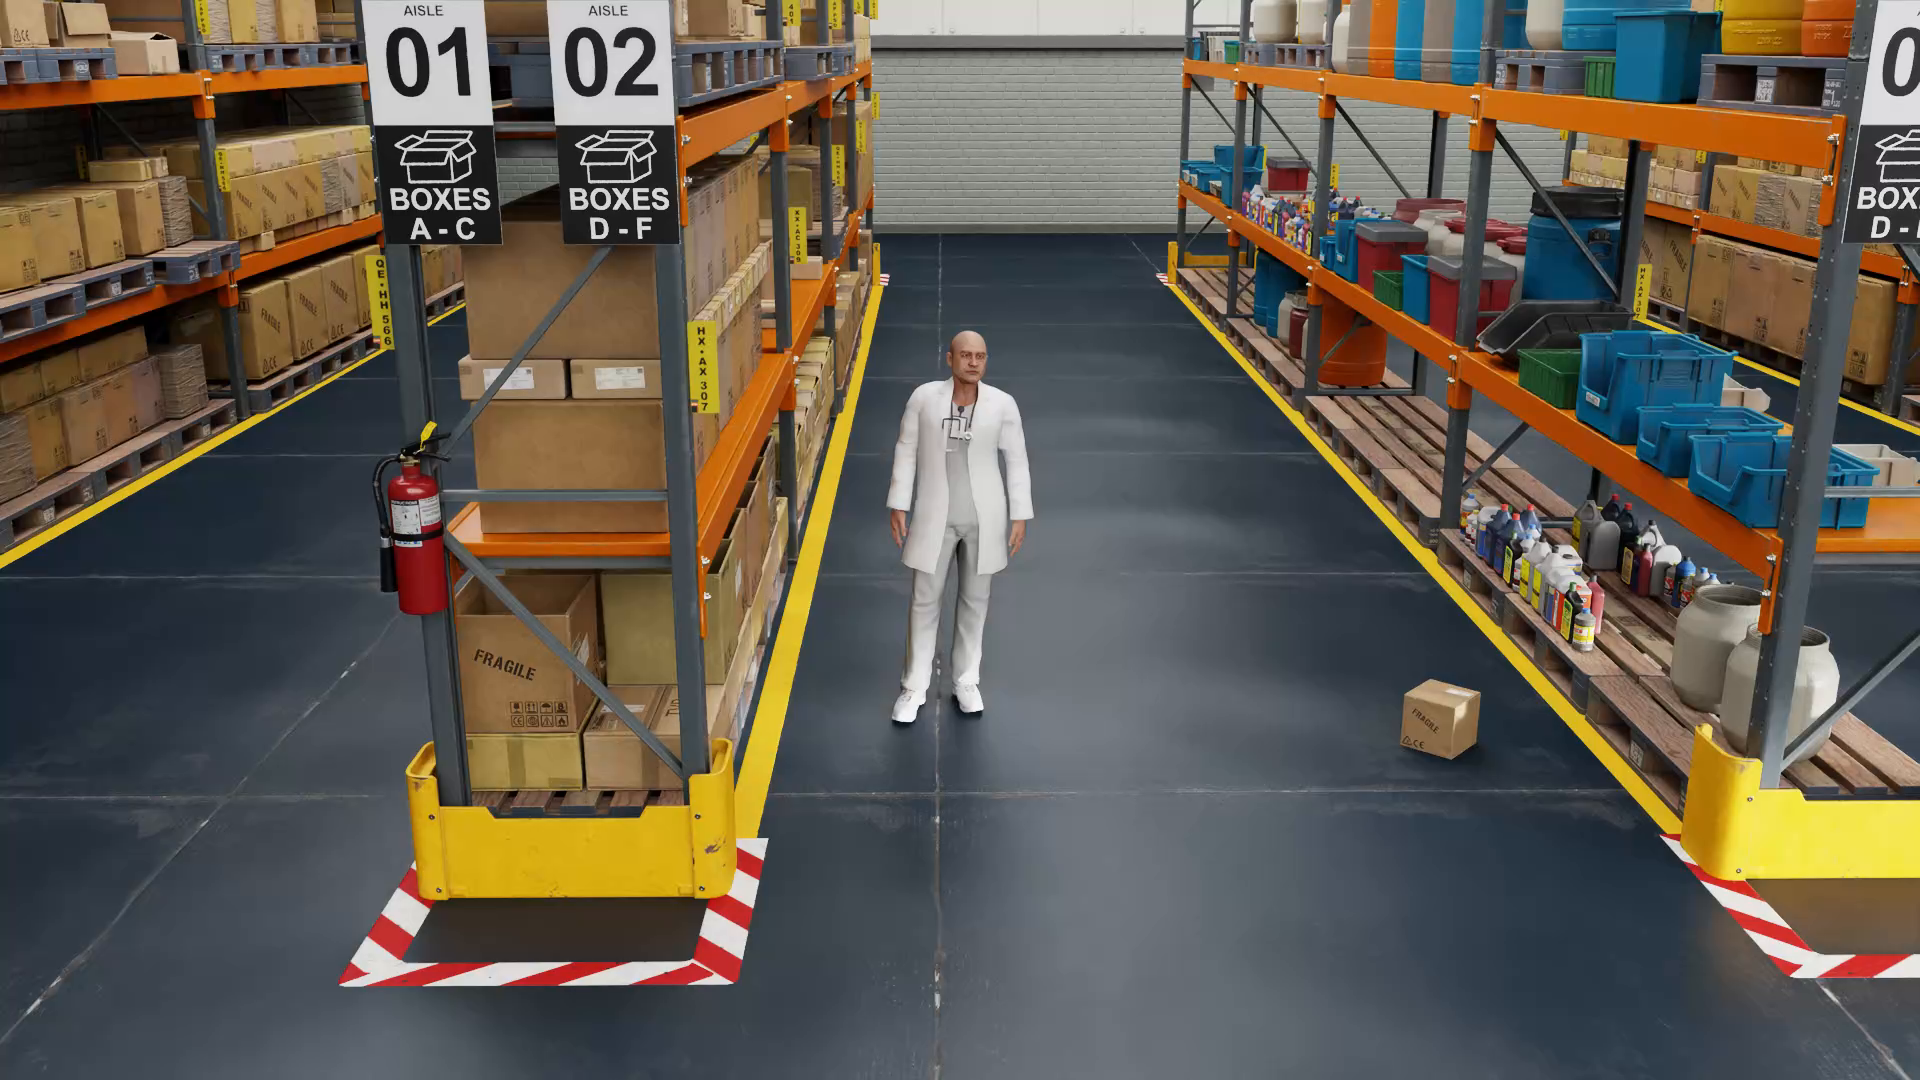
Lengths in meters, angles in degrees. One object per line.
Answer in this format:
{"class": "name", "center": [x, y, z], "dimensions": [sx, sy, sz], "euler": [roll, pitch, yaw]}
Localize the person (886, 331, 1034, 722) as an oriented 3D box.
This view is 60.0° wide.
{"class": "person", "center": [-0.001, -0.065, 7.753], "dimensions": [0.694, 1.775, 0.581], "euler": [0, 17, -1]}
